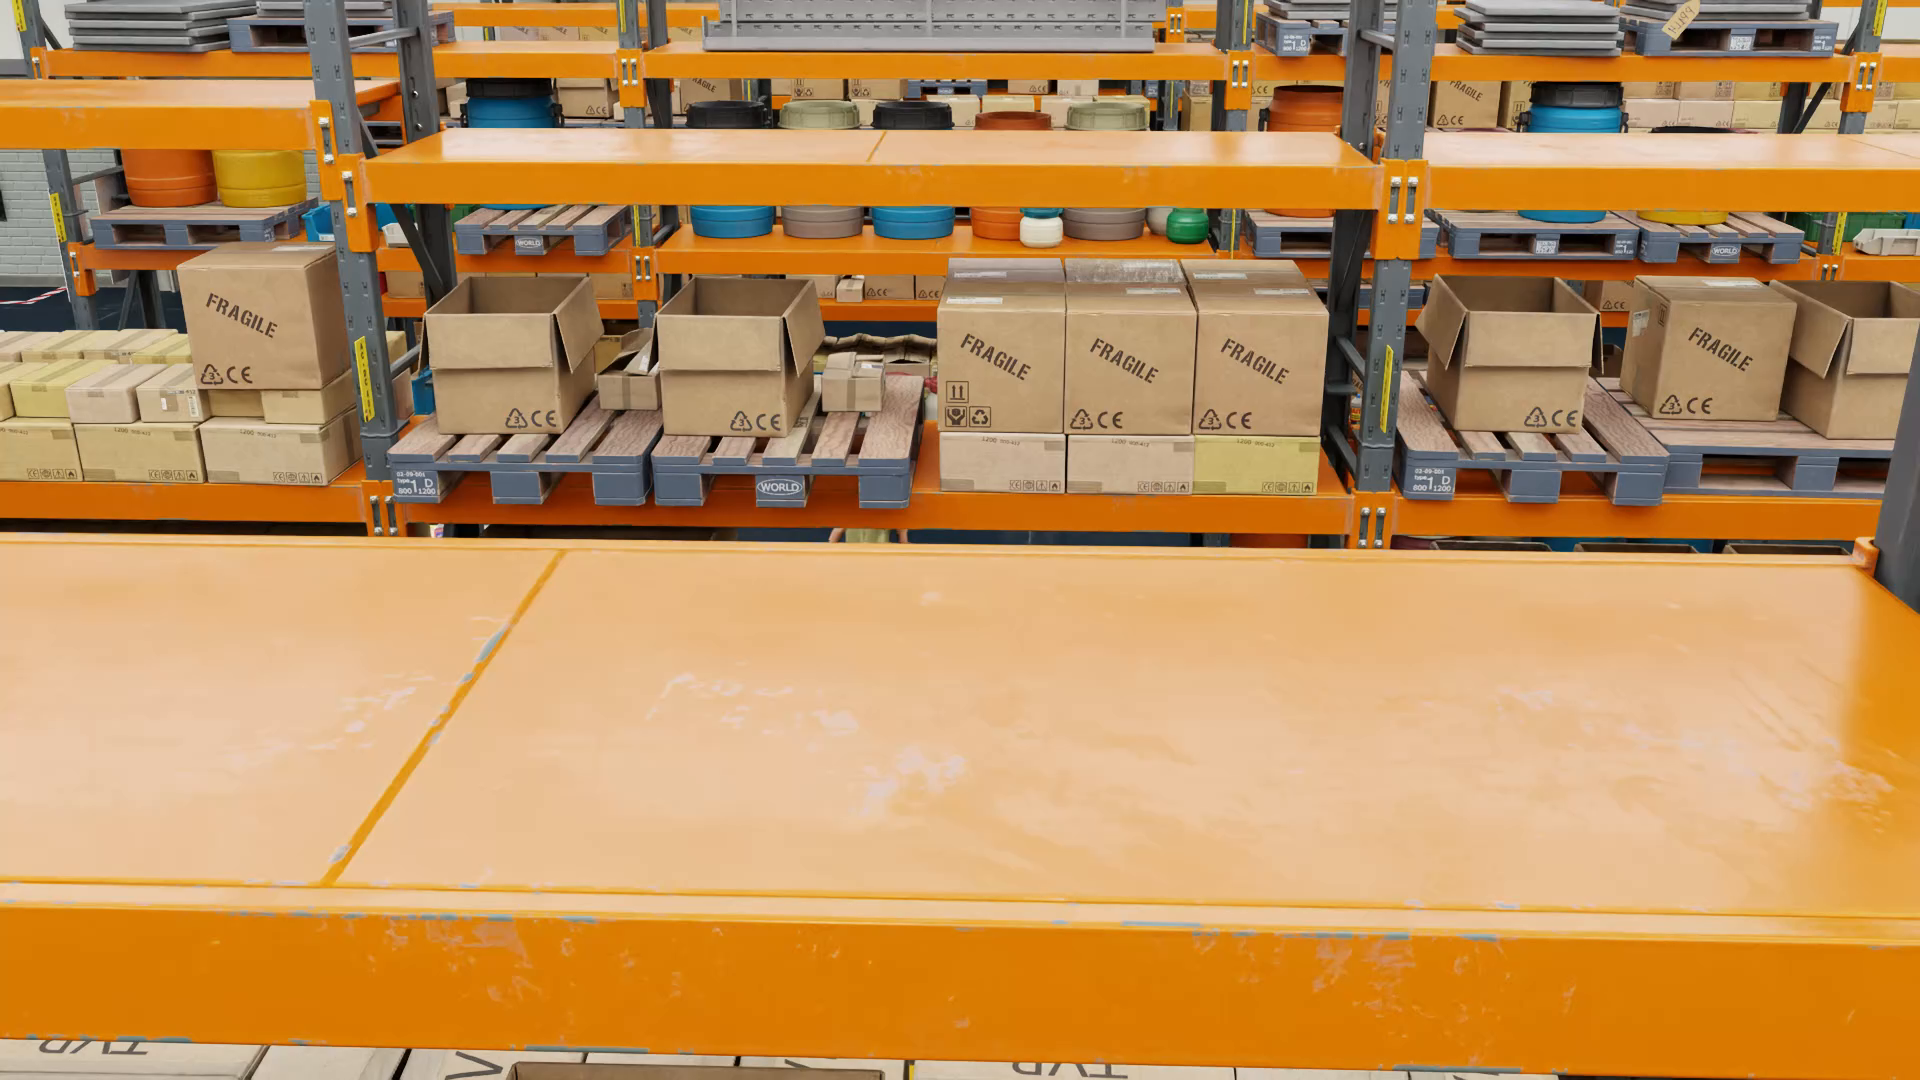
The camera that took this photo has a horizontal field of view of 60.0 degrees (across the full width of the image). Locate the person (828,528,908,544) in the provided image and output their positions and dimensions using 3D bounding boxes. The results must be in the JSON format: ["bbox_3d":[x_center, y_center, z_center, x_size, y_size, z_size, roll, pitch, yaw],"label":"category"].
[{"bbox_3d":[-0.697,0.189,11.175,0.482,1.628,0.885,17,27,38],"label":"person"}]
